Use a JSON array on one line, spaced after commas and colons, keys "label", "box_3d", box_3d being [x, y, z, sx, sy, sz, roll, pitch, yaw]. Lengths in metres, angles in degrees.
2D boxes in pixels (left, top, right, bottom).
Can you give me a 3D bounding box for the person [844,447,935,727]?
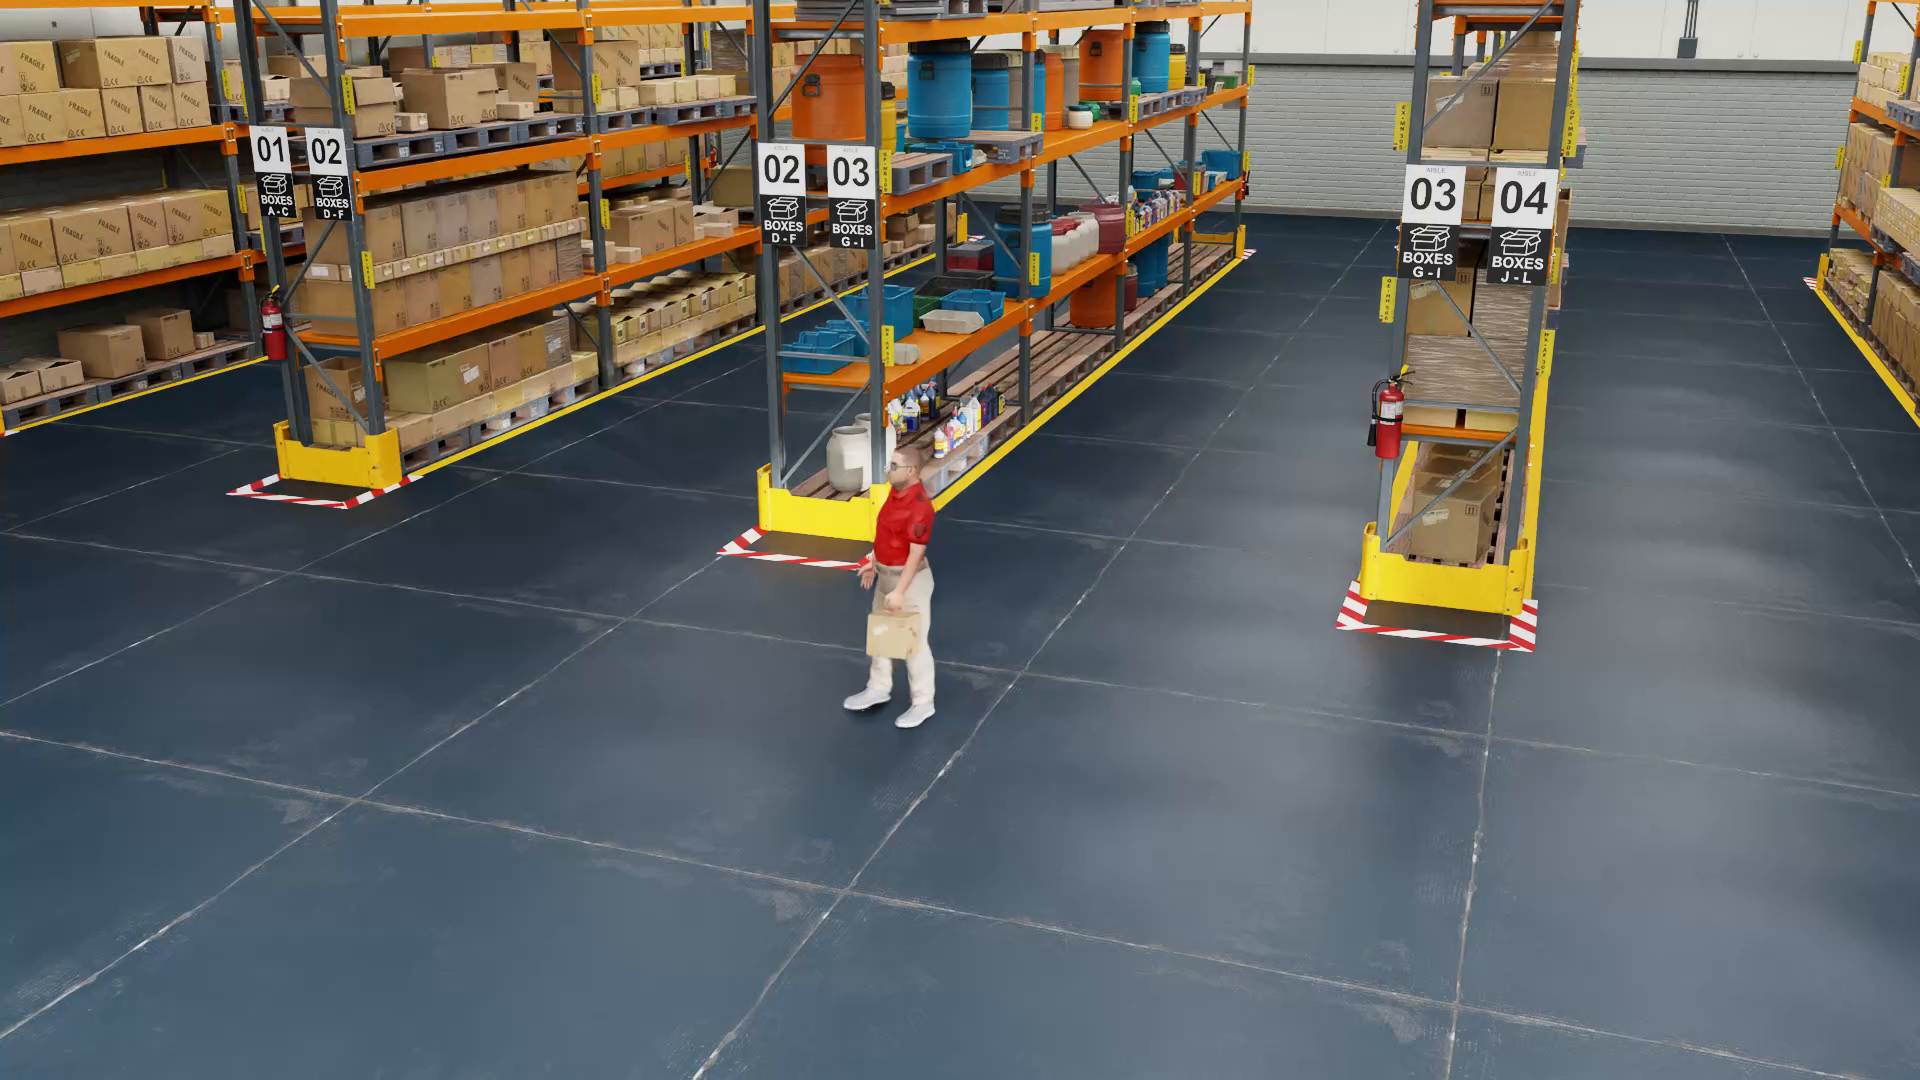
[{"label": "person", "box_3d": [-0.431, 0.276, 10.215, 0.523, 1.730, 0.576, -7, 20, -20]}]
